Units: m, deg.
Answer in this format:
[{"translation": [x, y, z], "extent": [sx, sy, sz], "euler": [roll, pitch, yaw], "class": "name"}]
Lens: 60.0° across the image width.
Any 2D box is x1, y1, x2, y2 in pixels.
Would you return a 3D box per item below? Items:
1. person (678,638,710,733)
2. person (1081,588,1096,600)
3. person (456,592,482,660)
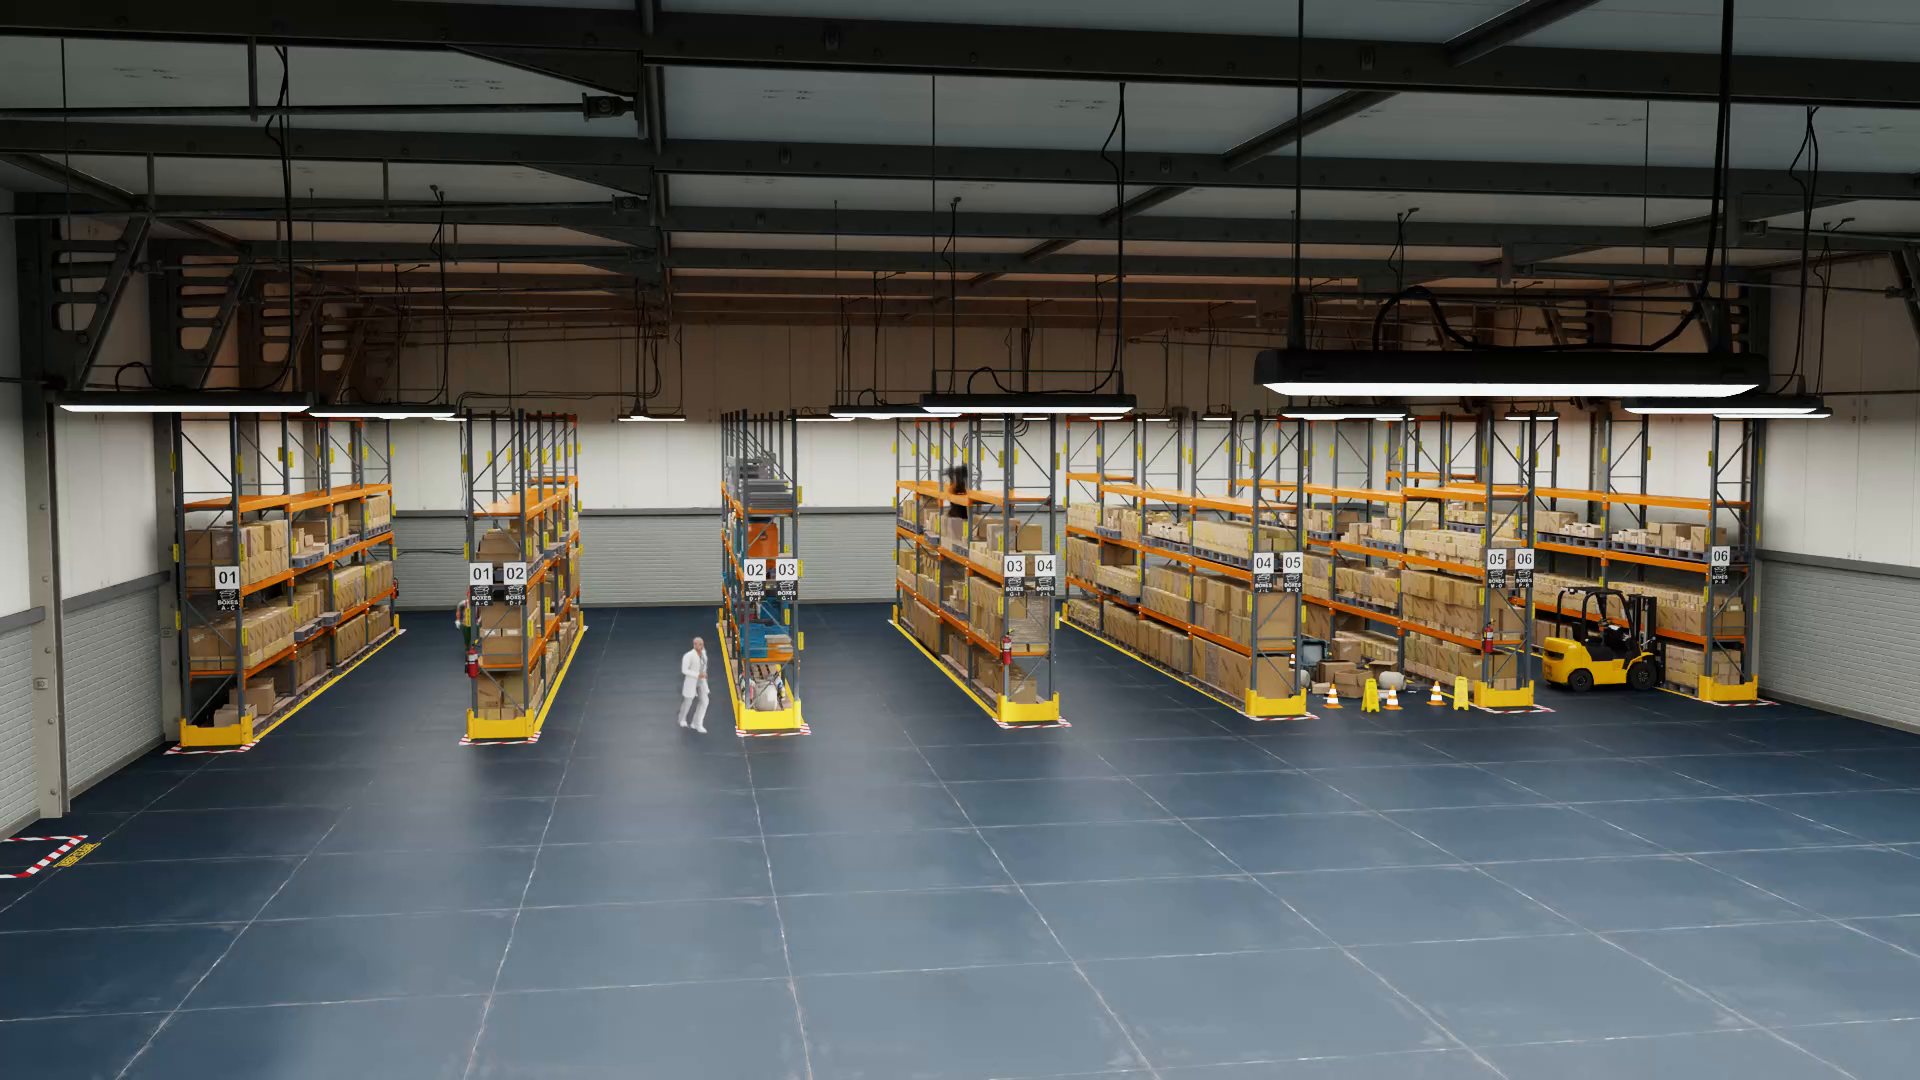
[{"translation": [-5.011, 2.692, 31.064], "extent": [0.691, 1.795, 0.857], "euler": [-4, 5, -42], "class": "person"}, {"translation": [3.945, 1.351, 50.587], "extent": [0.901, 1.674, 0.572], "euler": [-4, 5, -42], "class": "person"}, {"translation": [-11.887, 2.055, 40.388], "extent": [0.669, 1.715, 0.704], "euler": [-2, 4, -25], "class": "person"}]
